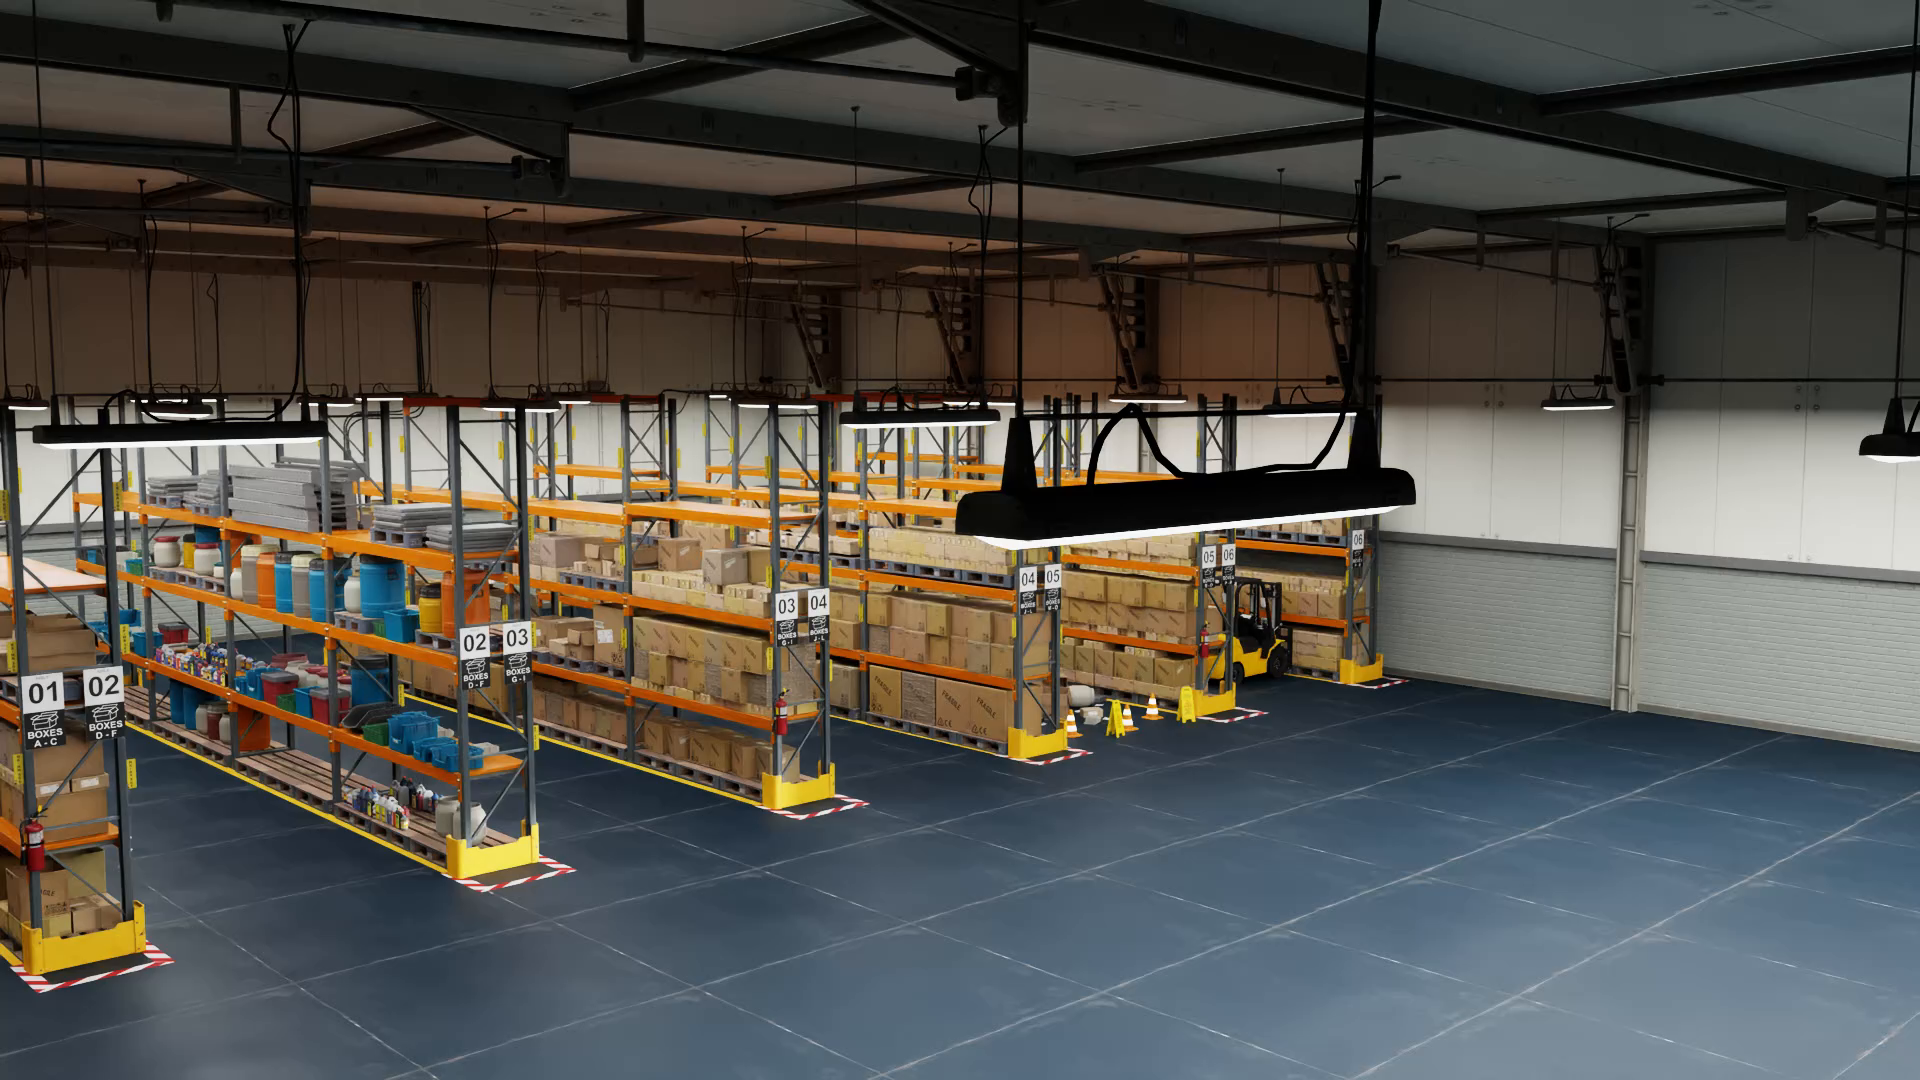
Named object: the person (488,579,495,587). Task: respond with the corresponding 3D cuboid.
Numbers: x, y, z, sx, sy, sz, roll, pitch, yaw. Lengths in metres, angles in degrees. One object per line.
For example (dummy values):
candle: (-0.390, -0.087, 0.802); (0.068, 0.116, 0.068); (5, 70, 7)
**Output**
person: (-10.845, 1.731, 38.481); (0.567, 1.776, 0.478); (0, 6, -1)
